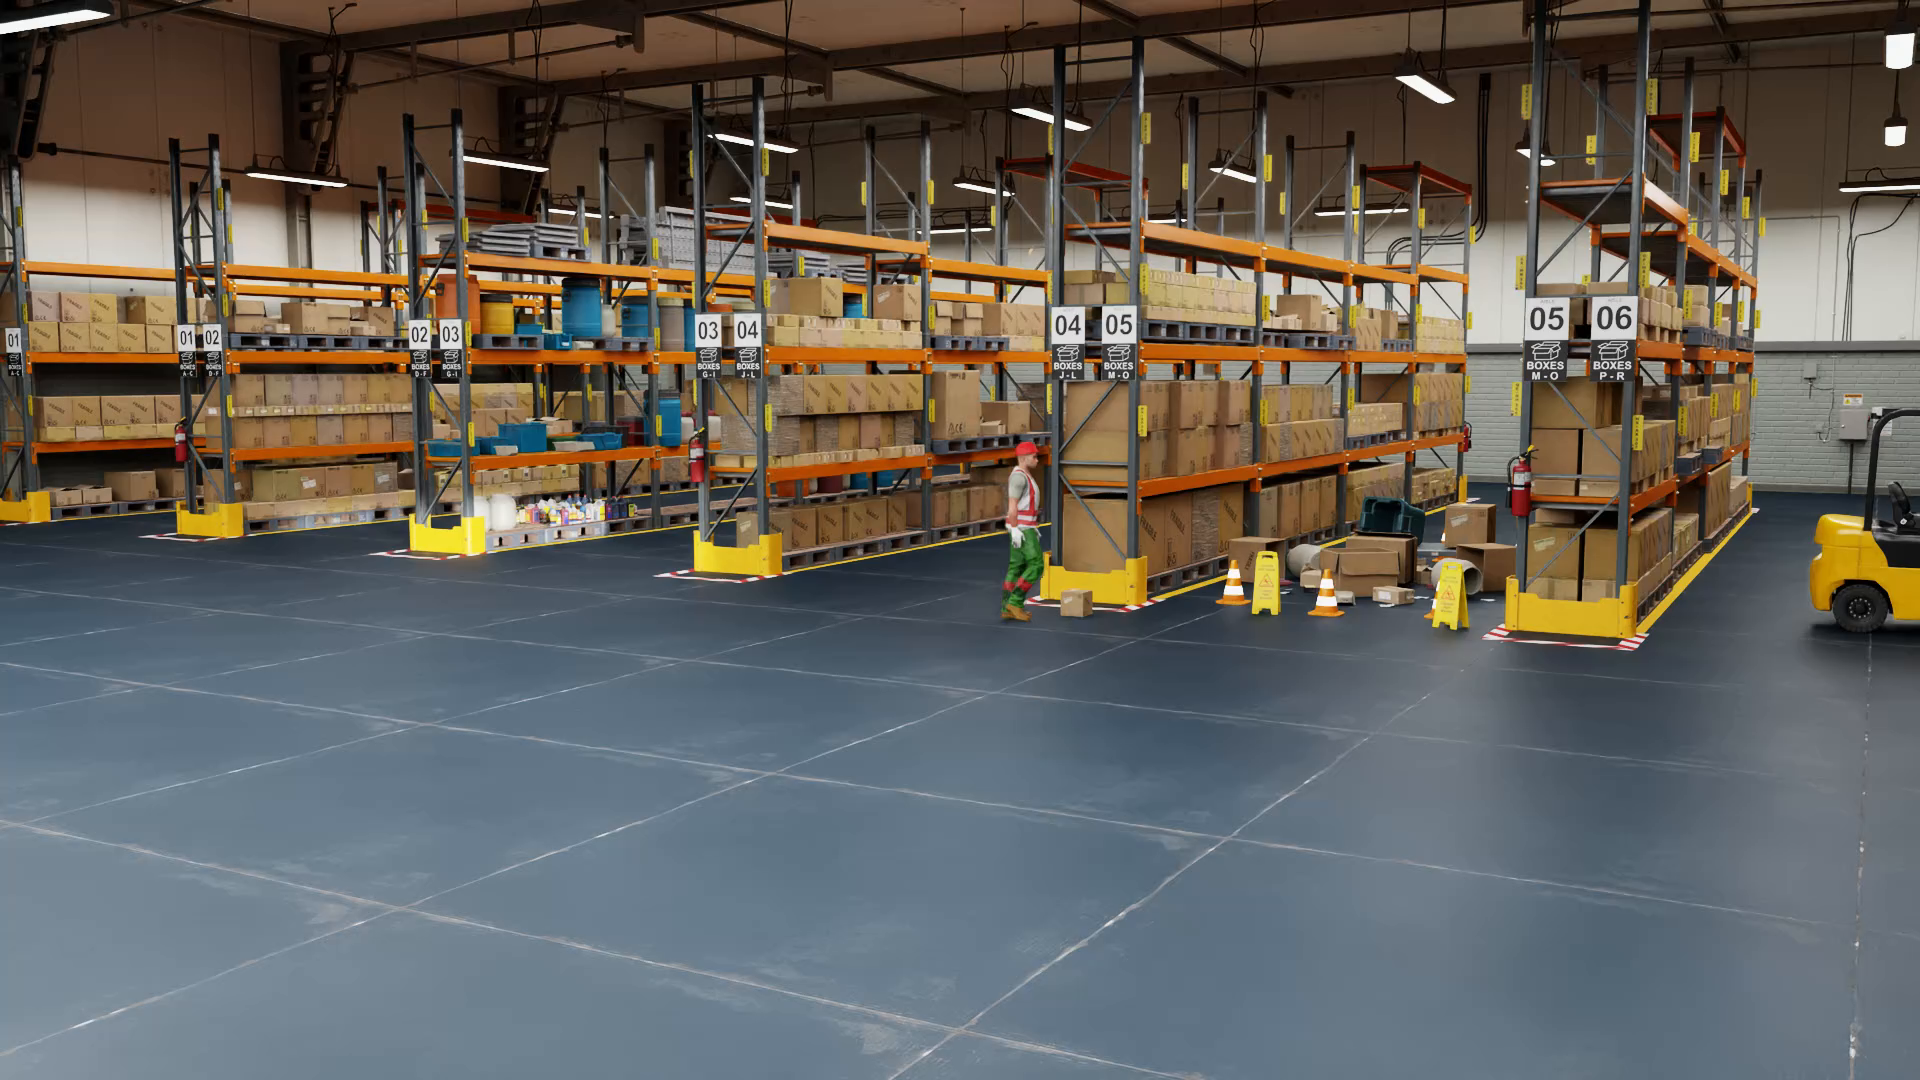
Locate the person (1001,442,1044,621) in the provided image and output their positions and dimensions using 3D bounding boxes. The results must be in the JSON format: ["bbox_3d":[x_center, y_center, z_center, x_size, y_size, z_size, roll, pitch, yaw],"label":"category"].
[{"bbox_3d":[0.631,-0.096,16.673,0.444,1.775,0.581,0,6,4],"label":"person"}]
